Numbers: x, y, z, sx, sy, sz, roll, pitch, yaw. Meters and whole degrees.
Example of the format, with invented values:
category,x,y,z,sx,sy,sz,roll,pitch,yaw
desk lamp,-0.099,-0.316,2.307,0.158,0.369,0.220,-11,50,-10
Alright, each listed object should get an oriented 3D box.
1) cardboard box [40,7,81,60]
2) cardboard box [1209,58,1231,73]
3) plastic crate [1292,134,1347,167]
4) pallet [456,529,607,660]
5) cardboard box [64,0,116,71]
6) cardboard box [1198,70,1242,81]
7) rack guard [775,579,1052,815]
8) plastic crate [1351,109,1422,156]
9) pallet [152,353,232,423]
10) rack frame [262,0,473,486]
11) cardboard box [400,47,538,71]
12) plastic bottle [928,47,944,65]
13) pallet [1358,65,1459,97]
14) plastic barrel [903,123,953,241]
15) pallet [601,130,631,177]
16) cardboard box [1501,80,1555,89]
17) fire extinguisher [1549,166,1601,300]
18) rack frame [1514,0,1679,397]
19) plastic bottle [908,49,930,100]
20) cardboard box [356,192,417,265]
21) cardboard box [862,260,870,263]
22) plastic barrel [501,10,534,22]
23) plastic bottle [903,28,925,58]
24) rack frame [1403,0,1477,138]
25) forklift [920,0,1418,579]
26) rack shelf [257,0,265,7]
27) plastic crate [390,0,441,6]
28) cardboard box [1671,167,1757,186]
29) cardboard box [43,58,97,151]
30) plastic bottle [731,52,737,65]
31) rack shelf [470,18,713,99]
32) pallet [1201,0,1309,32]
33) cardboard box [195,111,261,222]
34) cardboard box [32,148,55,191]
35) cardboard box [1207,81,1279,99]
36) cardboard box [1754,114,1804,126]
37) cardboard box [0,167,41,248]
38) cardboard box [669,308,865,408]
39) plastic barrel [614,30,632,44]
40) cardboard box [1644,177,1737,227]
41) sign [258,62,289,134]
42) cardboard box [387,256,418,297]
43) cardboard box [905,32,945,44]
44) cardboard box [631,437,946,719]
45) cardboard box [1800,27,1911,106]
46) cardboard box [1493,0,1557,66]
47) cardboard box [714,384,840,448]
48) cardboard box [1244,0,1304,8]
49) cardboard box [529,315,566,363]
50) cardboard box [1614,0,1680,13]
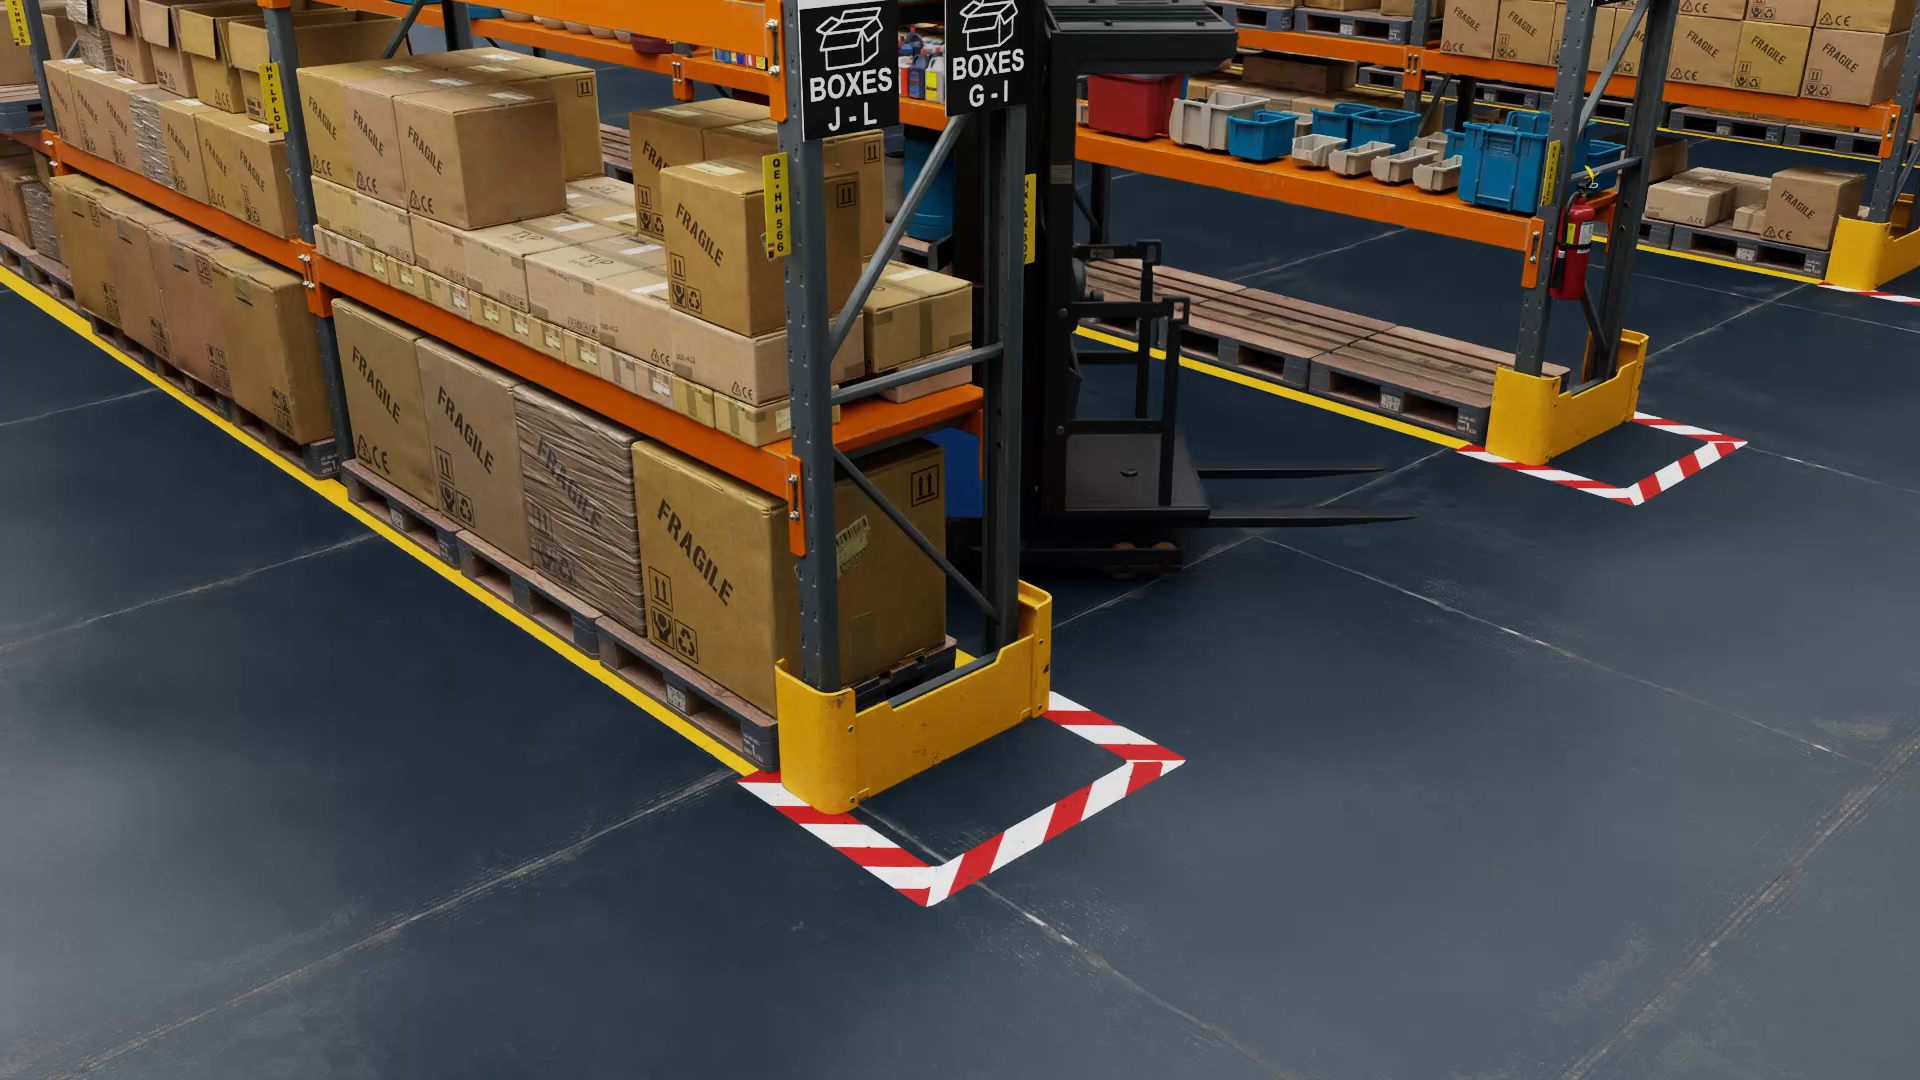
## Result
category,x,y,z,sx,sy,sz,roll,pitch,yaw
cardboard box,-6.038,-3.389,11.439,0.500,0.500,0.500,19,31,36
cardboard box,2.446,-4.981,17.133,0.500,0.250,0.500,-20,31,-37
plastic crate,2.142,-2.339,10.008,0.298,0.136,0.250,-21,32,-38
pallet,-1.605,0.102,7.771,1.003,0.211,1.213,-21,32,-38
cardboard box,-5.152,-3.276,10.489,0.797,0.503,0.637,-20,31,-37
cardboard box,2.758,-4.499,16.979,0.500,0.500,0.500,22,33,40
rack guard,-0.156,0.568,6.403,1.175,0.500,0.348,-21,32,-38
plastic crate,2.615,-2.500,10.246,0.416,0.233,0.300,-21,32,-38
pallet,-4.327,-1.102,10.411,1.003,0.211,1.213,-21,32,-38
rack frame,-2.906,-1.789,8.557,1.000,3.000,0.127,-21,32,-38
cardboard box,-2.397,-2.133,8.231,0.500,0.500,0.500,-20,31,-37
plastic bottle,-0.179,-3.454,12.266,0.144,0.351,0.185,-21,32,-38
pallet,5.691,-5.687,20.462,1.003,0.211,1.213,-21,32,-38
plastic barrel,-0.134,-2.814,12.827,0.600,0.901,0.708,-21,32,-38
pallet,-3.355,-3.752,16.220,1.003,0.211,1.213,-21,32,-38
cardboard box,6.792,-5.646,19.096,0.750,0.750,0.750,-20,31,-37
fire extinguisher,3.215,-1.602,8.691,0.296,0.674,0.183,-21,32,-38
rack frame,3.443,-1.982,8.980,1.000,3.000,0.127,-21,32,-38
plastic bottle,-0.284,-3.413,12.177,0.144,0.351,0.185,-21,32,-38
cardboard box,-2.440,-1.487,7.718,0.500,0.250,0.500,-21,32,-39
cardboard box,-0.663,-1.021,6.697,0.500,0.250,0.500,-22,32,-39
plastic barrel,-4.265,-5.327,16.150,0.433,0.535,0.433,0,25,0
plastic bottle,-0.360,-3.879,13.198,0.144,0.351,0.185,-21,32,-38
rack frame,4.328,-4.598,14.714,1.000,3.000,0.127,-21,32,-38
forklift,0.678,-1.372,7.726,3.031,2.935,1.130,0,25,-1
rack shelf,-4.273,-3.432,9.412,1.077,0.370,4.000,-21,32,-38
plastic crate,-5.713,-5.808,17.547,0.499,0.251,0.616,-21,32,-38
cardboard box,6.214,-2.883,13.739,0.500,0.250,0.500,-21,32,-38
cardboard box,-5.506,-2.822,10.700,0.500,0.500,0.500,-20,31,-37
plastic bottle,-1.839,-4.020,13.687,0.097,0.201,0.097,0,25,0
rack shelf,-3.392,-4.684,15.771,1.077,0.370,4.000,-21,32,-38
pallet,2.926,-5.134,16.122,1.003,0.211,1.213,-21,32,-38
cardboard box,-3.758,-2.050,9.010,0.500,0.500,0.500,-20,31,-37
cardboard box,-6.490,-2.757,12.257,0.500,0.250,0.500,-17,30,-33
cardboard box,2.758,-4.186,16.295,0.500,0.500,0.500,22,33,40
cardboard box,8.718,-4.649,17.333,0.700,0.500,0.500,-22,32,-39
cardboard box,-6.894,-2.595,12.806,0.700,0.500,0.500,-18,30,-34
cardboard box,-0.697,-0.715,6.026,0.500,0.250,0.500,-22,32,-39
plastic barrel,-2.884,-4.708,14.820,0.421,0.512,0.421,0,25,0
cardboard box,5.883,-2.726,13.395,0.500,0.250,0.500,-21,32,-38
sign,-3.295,-2.122,7.989,0.100,0.325,0.005,-21,32,-38
cardboard box,-2.406,-1.252,7.683,0.380,0.149,0.250,-22,33,-40
cardboard box,-0.347,-5.711,19.286,0.500,0.311,0.500,23,33,40
cardboard box,-0.668,0.028,6.629,0.875,0.875,0.875,-21,32,-38
cardboard box,6.557,-3.490,12.165,0.500,0.500,0.500,-20,31,-37
cardboard box,4.829,-4.257,13.848,0.500,0.500,0.500,-21,32,-38
cardboard box,-0.656,-0.477,5.984,0.380,0.149,0.250,-20,32,-38
cardboard box,3.075,-5.352,15.741,0.500,0.500,0.700,15,28,29
cardboard box,-1.533,-0.864,6.833,0.380,0.149,0.250,-21,32,-38
cardboard box,5.502,-4.407,12.972,0.500,0.500,0.500,-20,31,-37
